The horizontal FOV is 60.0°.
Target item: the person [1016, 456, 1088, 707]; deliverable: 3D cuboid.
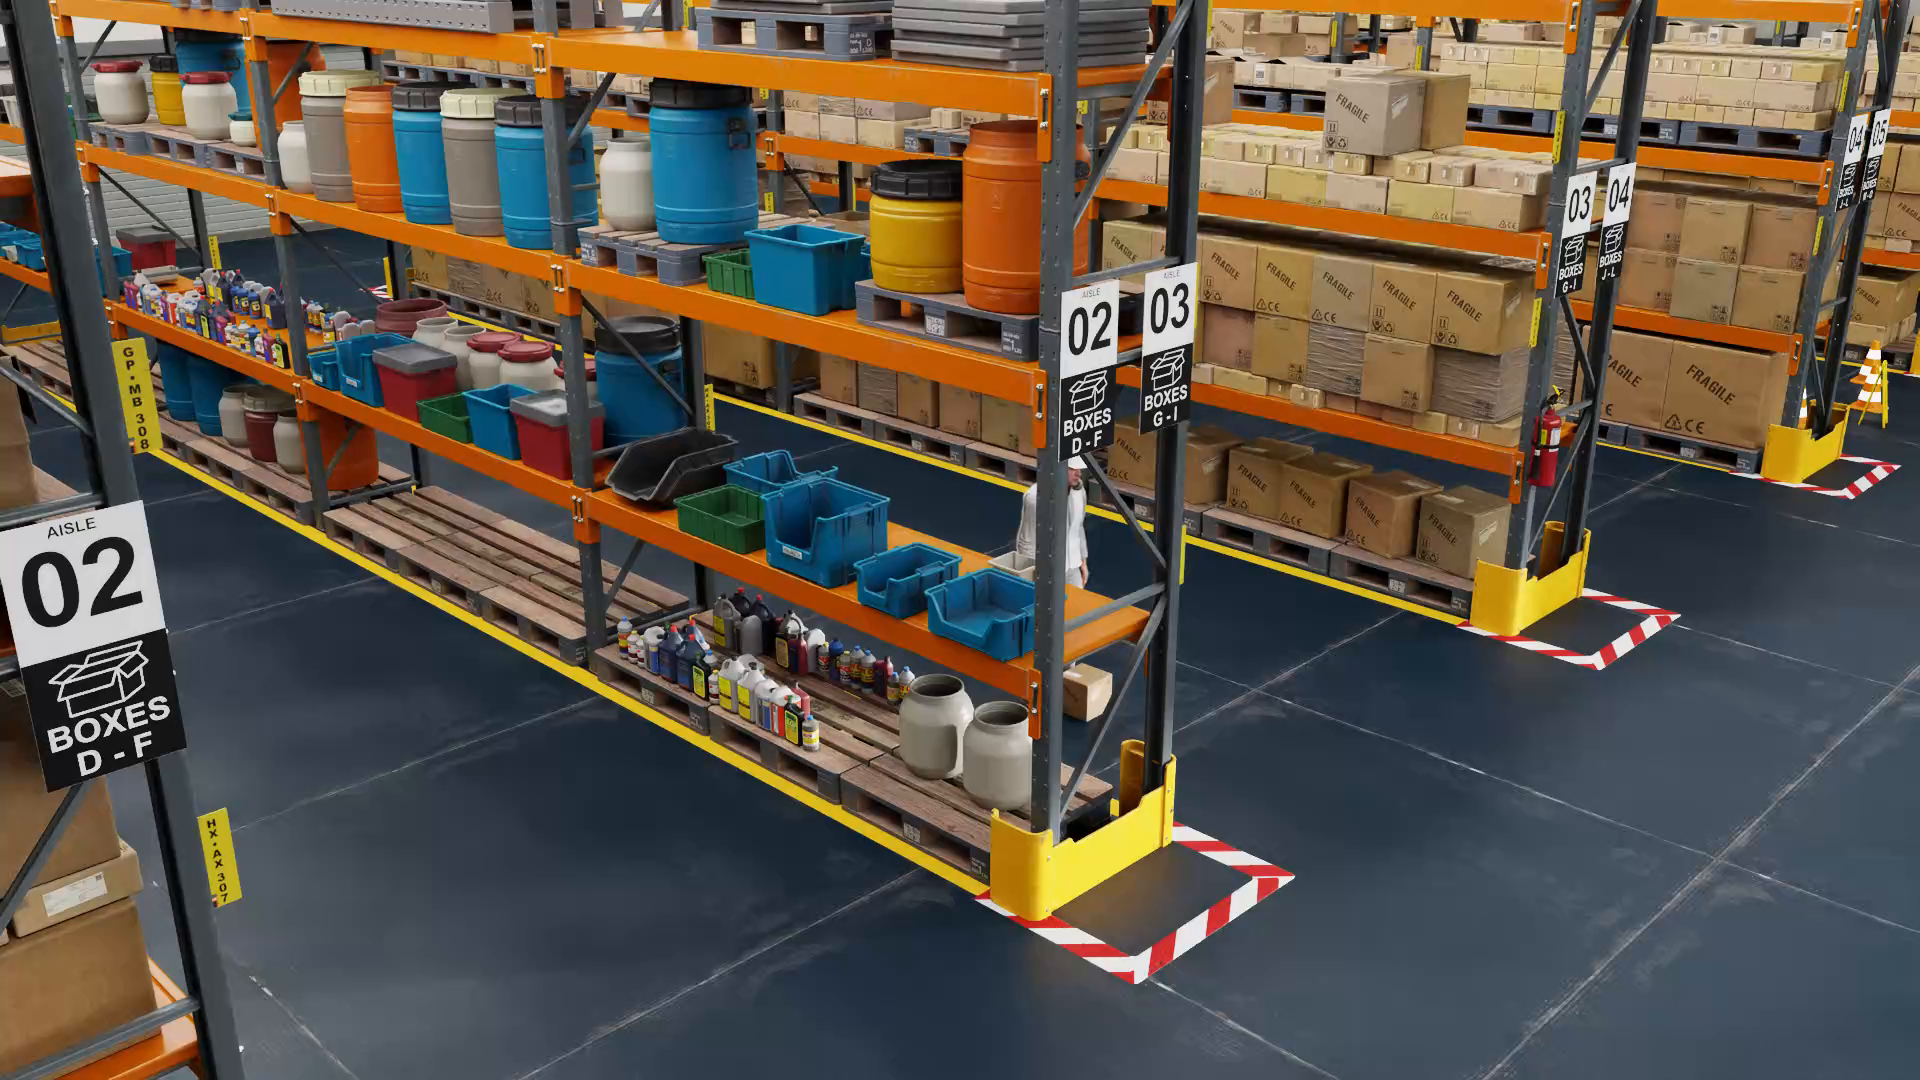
[{"bbox_3d":[0.597,0.198,10.508,0.465,1.771,0.580,19,28,41],"label":"person"}]
